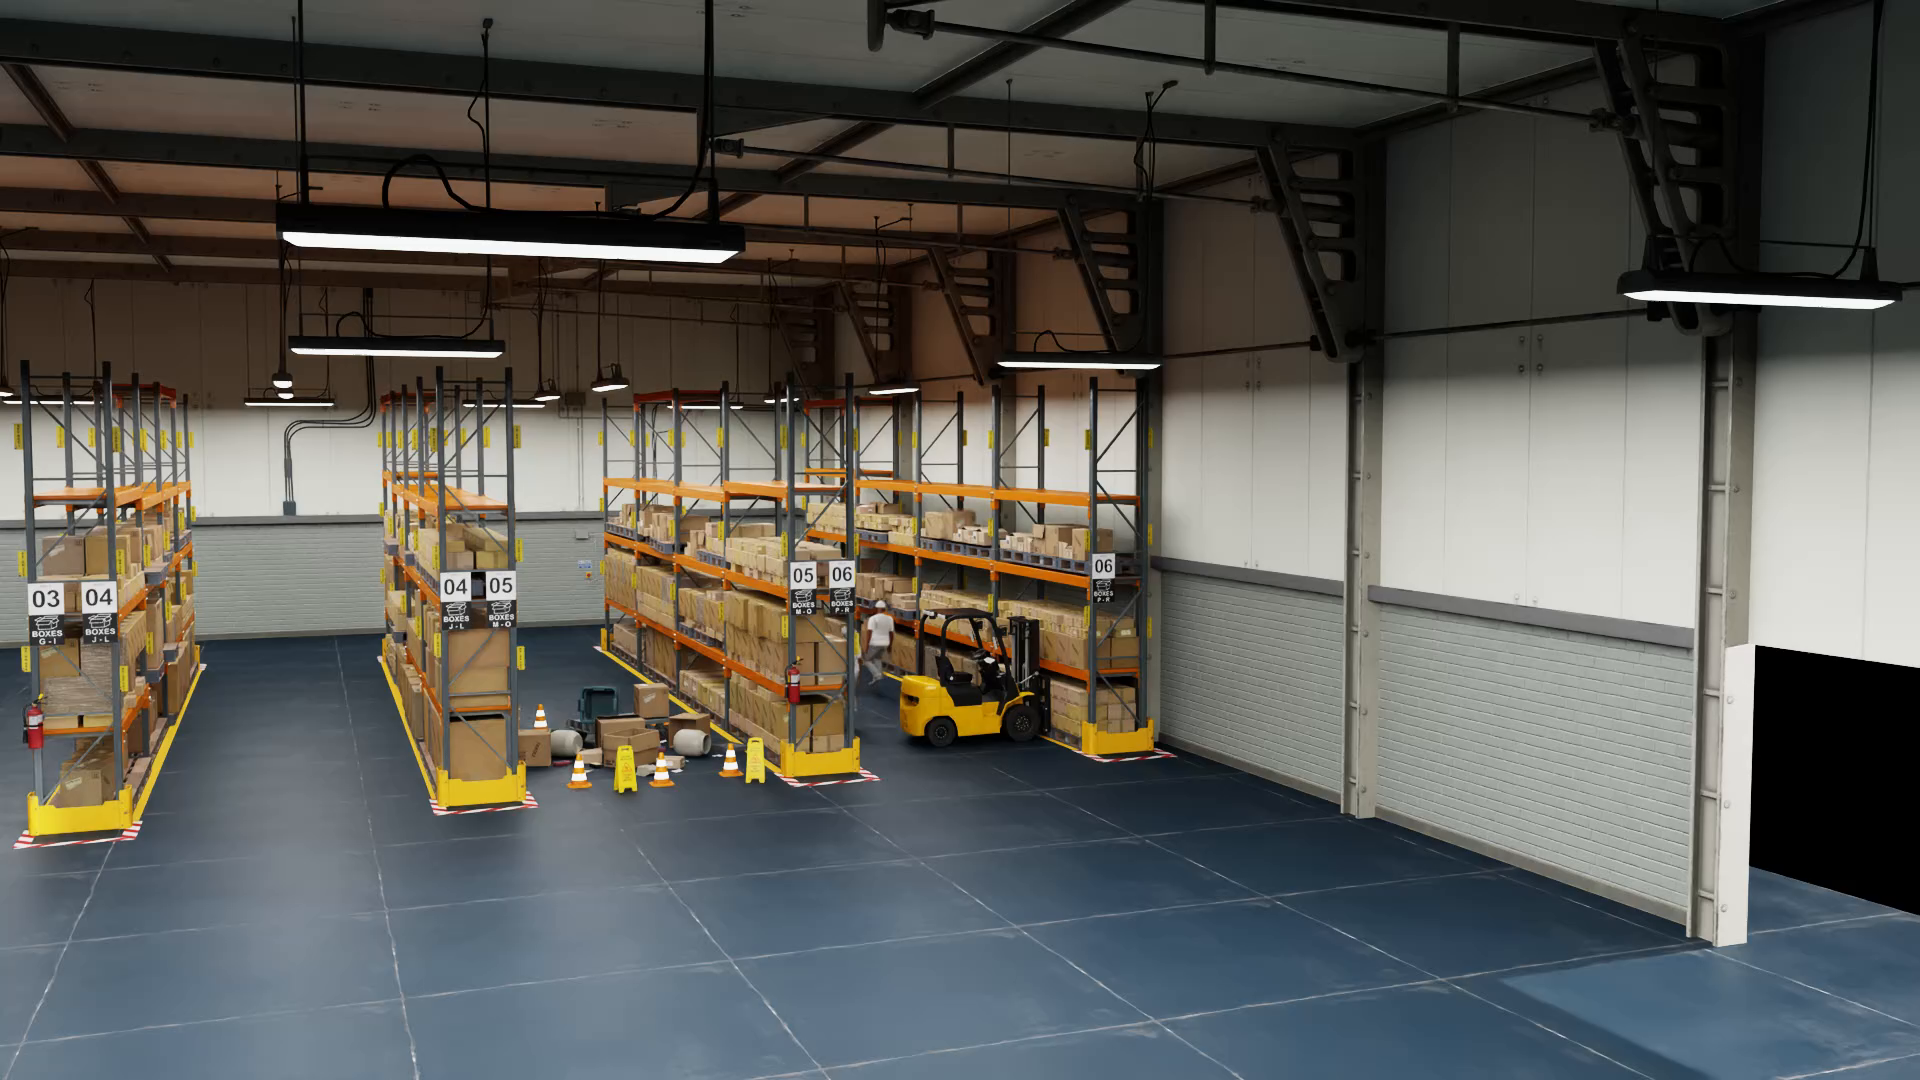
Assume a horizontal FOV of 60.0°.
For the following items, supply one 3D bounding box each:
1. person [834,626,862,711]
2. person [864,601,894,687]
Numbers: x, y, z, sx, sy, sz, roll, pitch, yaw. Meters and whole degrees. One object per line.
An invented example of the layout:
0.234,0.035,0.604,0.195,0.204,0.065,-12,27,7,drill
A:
-1.951,2.265,29.064,0.488,1.540,0.695,-2,4,-25,person
-1.596,2.026,32.671,0.617,1.667,0.583,-2,4,-28,person
